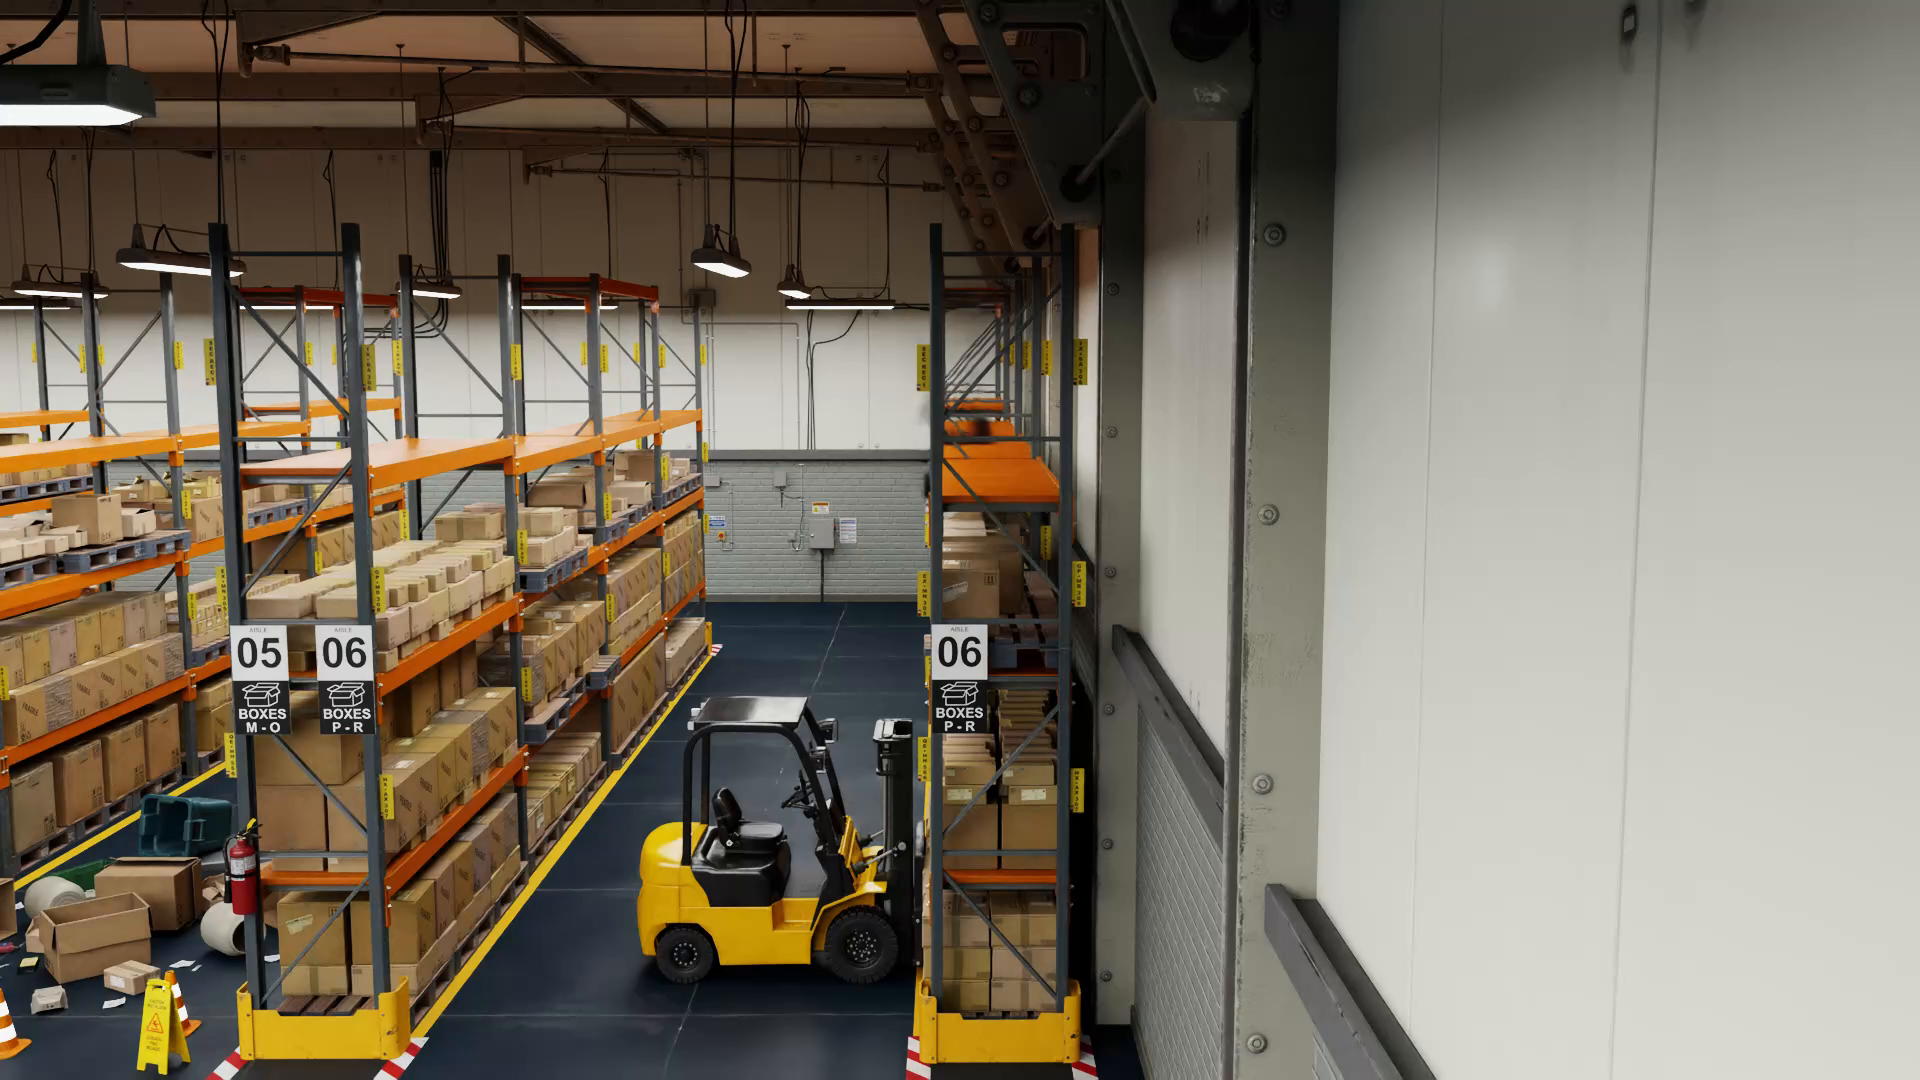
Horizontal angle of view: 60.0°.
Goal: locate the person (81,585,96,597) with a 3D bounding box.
[{"bbox_3d":[-12.817,1.452,24.521,0.682,1.721,0.576,-1,7,-12],"label":"person"}]
